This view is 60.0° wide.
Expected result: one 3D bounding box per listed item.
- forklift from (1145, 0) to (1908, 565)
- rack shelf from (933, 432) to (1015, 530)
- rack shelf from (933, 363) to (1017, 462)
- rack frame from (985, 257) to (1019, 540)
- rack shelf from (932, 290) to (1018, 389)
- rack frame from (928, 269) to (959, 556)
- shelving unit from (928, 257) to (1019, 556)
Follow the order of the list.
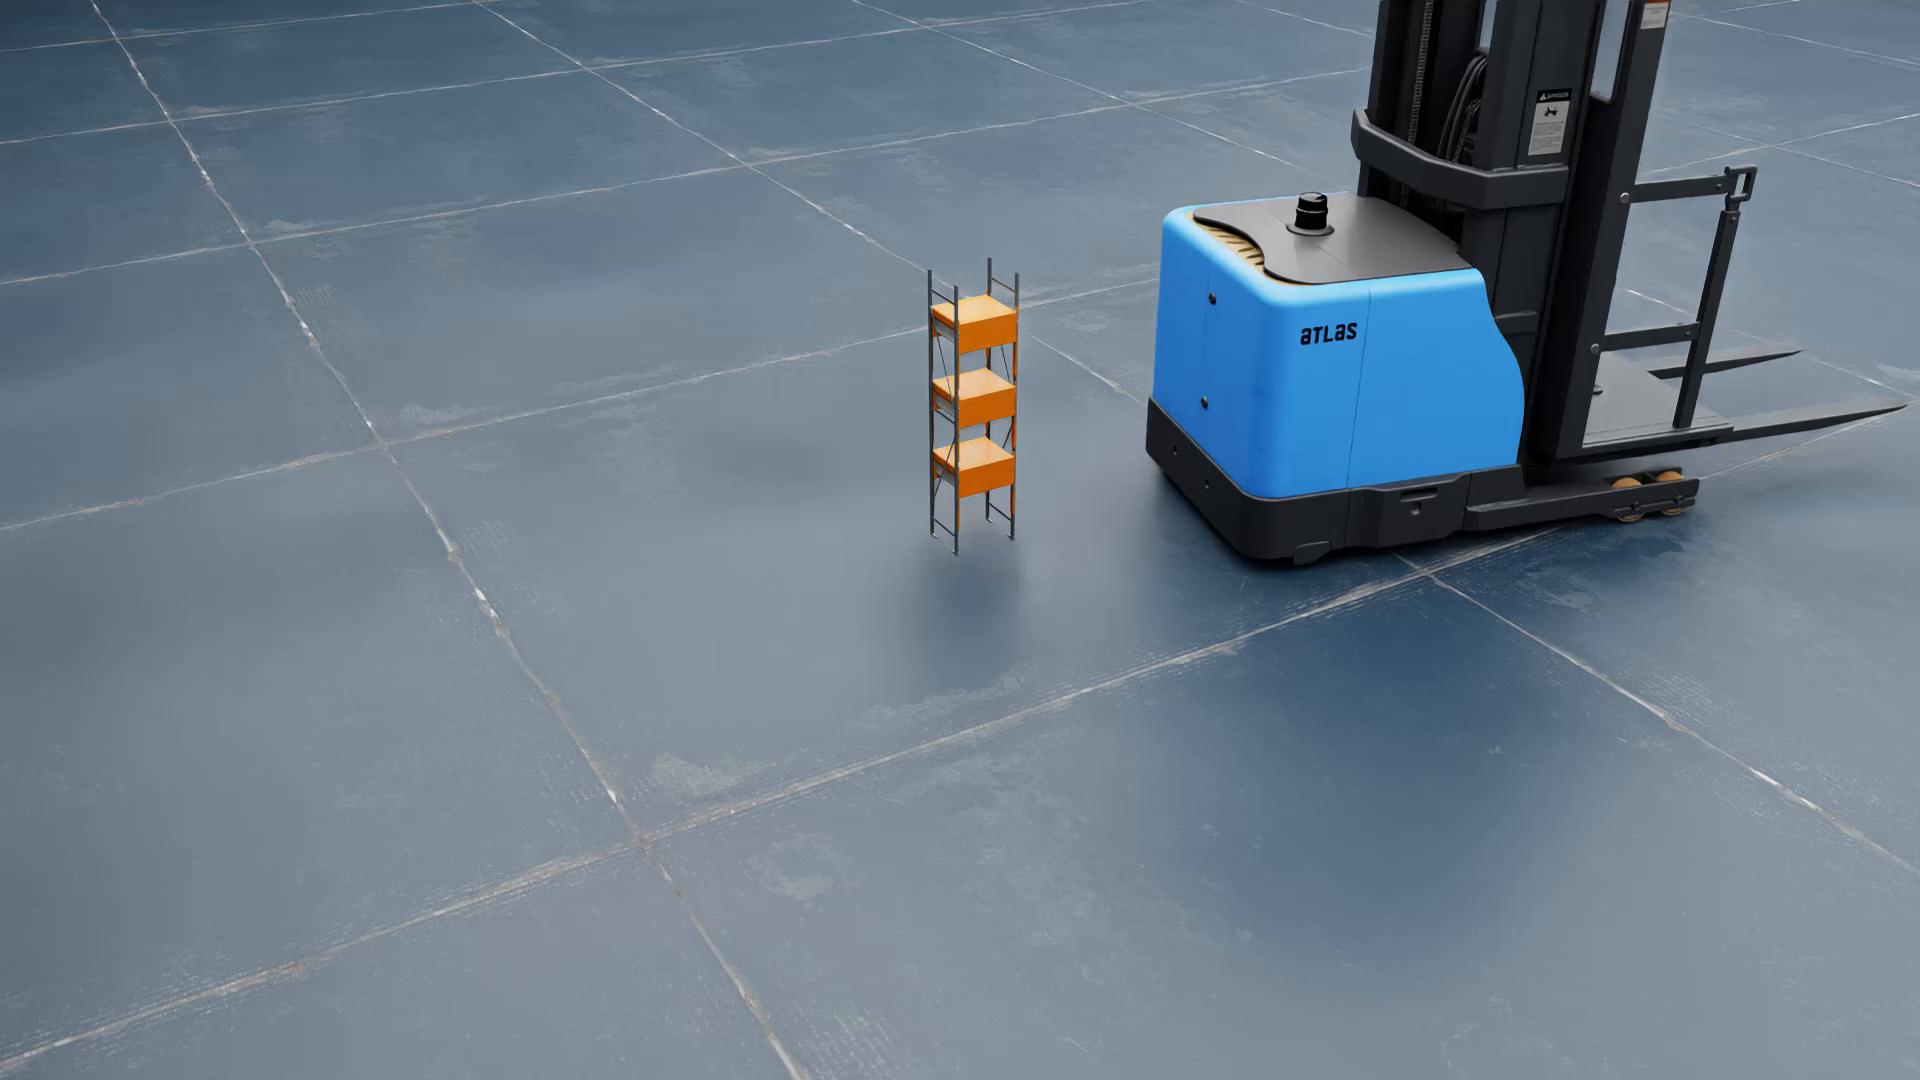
[{"bbox_3d":[2.330,-1.588,6.094,3.031,2.935,1.130,-8,30,-14],"label":"forklift"},{"bbox_3d":[0.046,-0.220,6.159,0.240,0.259,0.215,-16,33,-26],"label":"rack shelf"},{"bbox_3d":[0.046,-0.463,6.025,0.240,0.259,0.215,-16,33,-26],"label":"rack shelf"},{"bbox_3d":[0.151,-0.503,6.074,0.008,1.050,0.200,-16,33,-26],"label":"rack frame"},{"bbox_3d":[0.046,-0.712,5.888,0.240,0.259,0.215,-16,33,-26],"label":"rack shelf"},{"bbox_3d":[-0.059,-0.443,5.966,0.008,1.050,0.200,-16,33,-26],"label":"rack frame"},{"bbox_3d":[0.046,-0.473,6.020,0.252,1.050,0.215,-16,33,-26],"label":"shelving unit"}]
